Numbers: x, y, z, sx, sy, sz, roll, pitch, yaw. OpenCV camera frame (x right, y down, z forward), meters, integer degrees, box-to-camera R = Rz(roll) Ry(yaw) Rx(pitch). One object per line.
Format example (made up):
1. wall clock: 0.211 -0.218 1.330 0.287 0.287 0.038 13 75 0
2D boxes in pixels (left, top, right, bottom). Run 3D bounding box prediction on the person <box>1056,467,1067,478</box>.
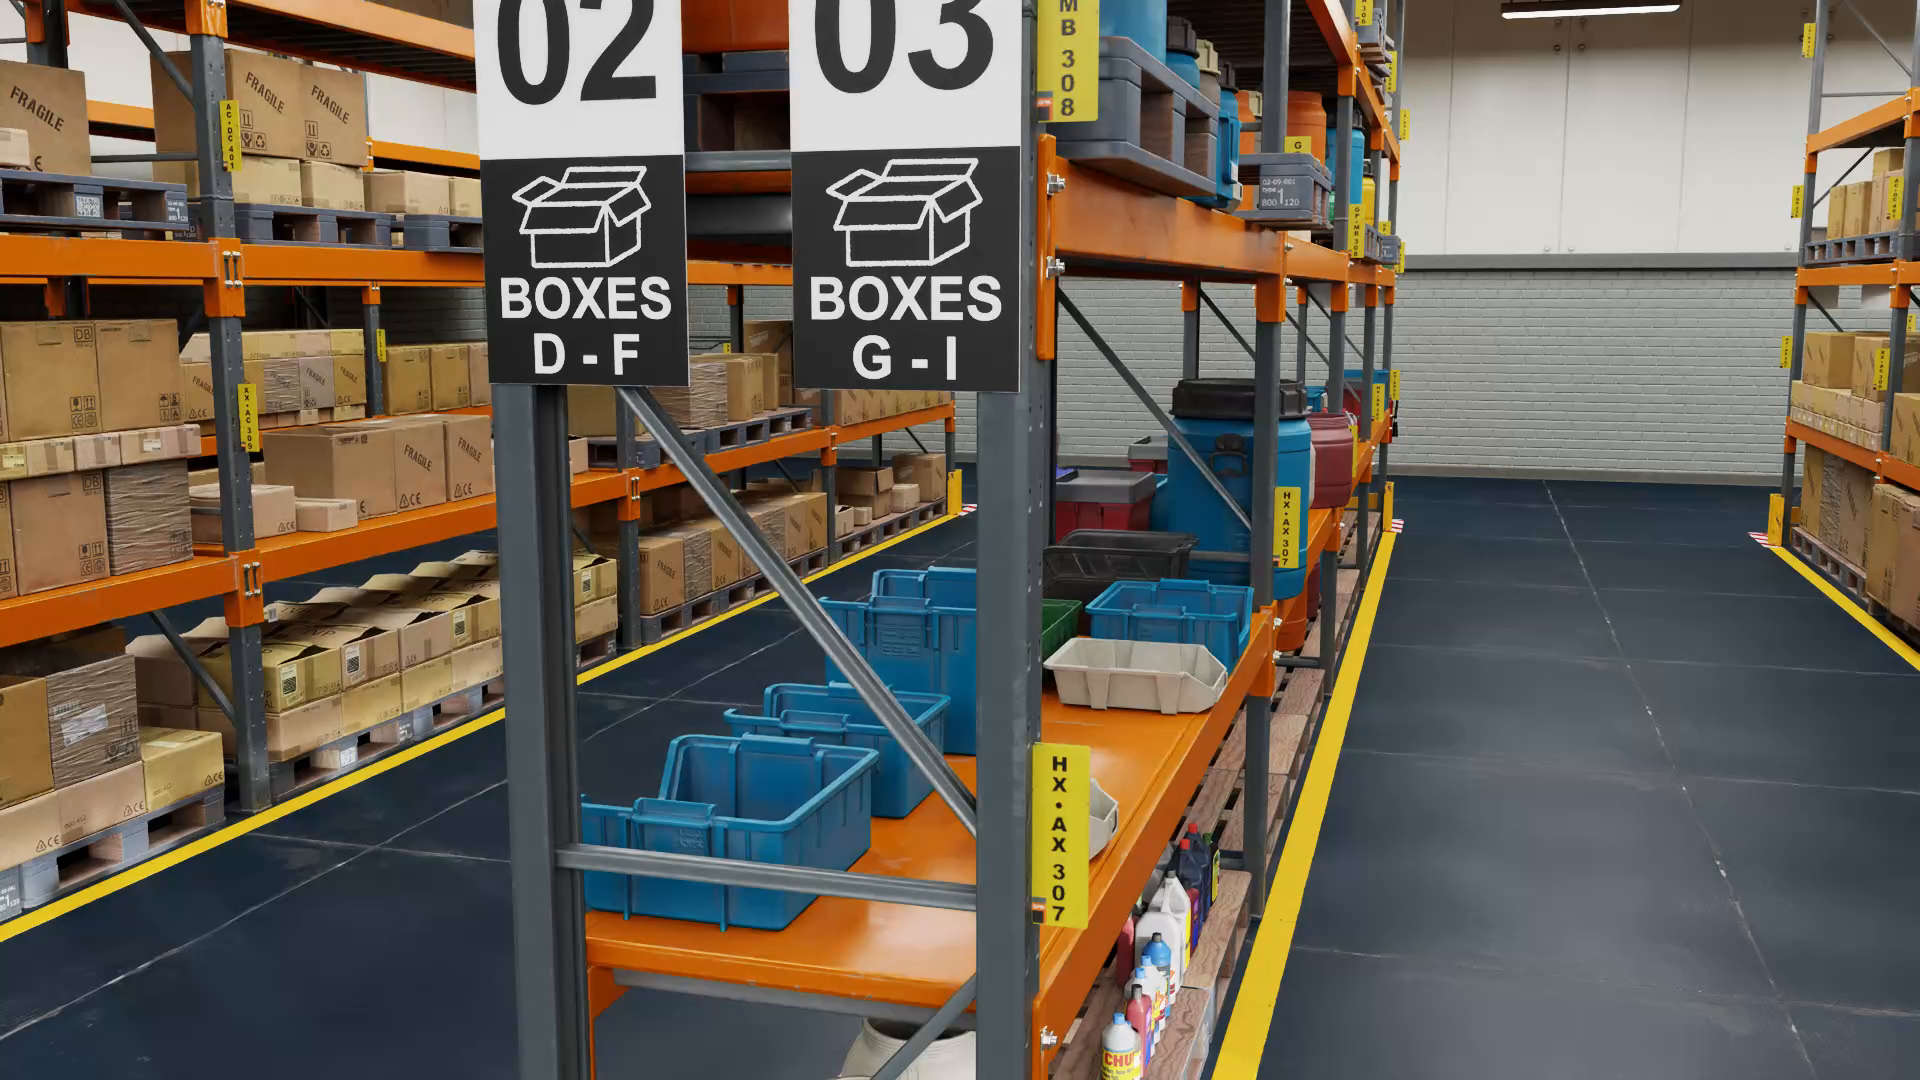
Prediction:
1. person: 0.525 0.075 11.382 0.549 1.646 0.446 3 9 18
